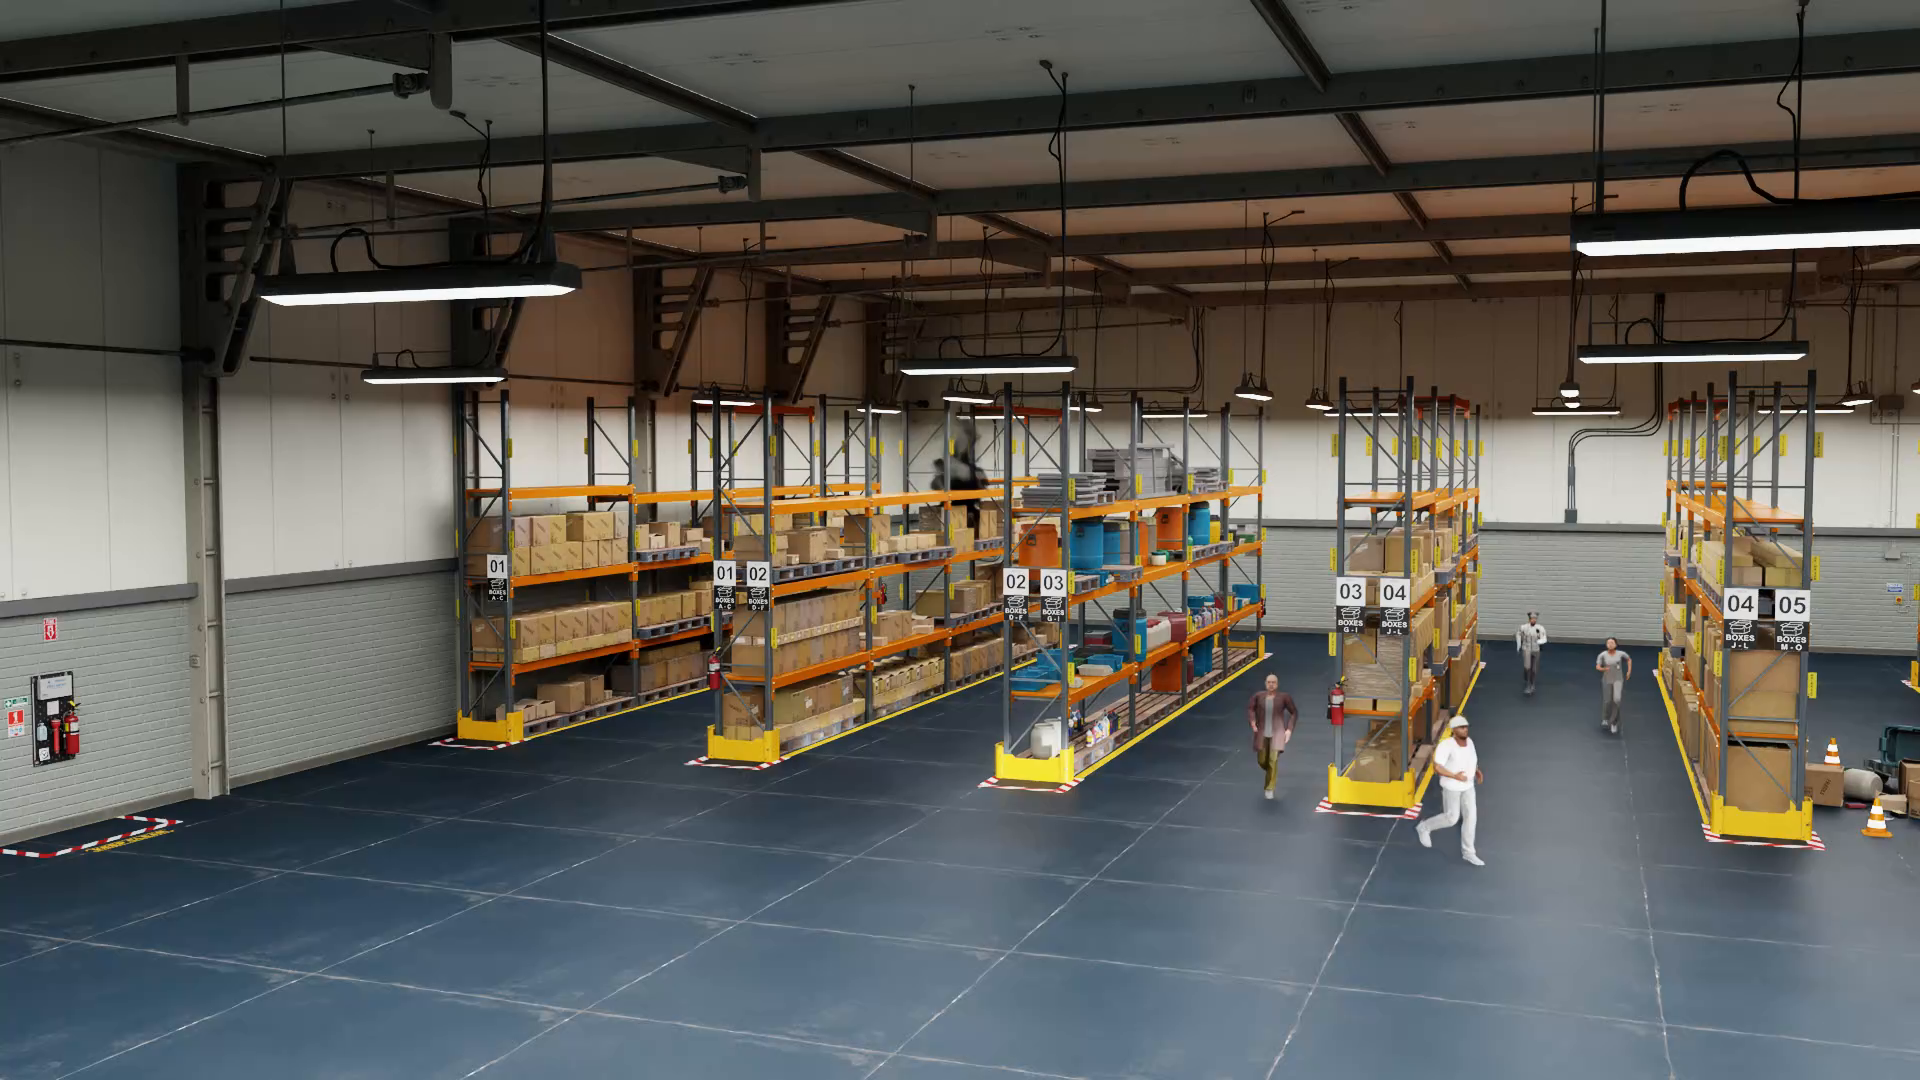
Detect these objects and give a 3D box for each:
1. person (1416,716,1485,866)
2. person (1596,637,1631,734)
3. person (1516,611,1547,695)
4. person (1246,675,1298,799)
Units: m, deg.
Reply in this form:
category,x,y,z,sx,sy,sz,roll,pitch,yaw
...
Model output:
category,x,y,z,sx,sy,sz,roll,pitch,yaw
person,6.030,3.013,20.258,0.708,1.766,0.927,-2,4,-29
person,11.555,2.558,29.417,0.572,1.681,0.876,1,3,24
person,11.638,2.298,33.858,0.572,1.714,0.762,1,3,14
person,4.496,2.819,24.047,0.749,1.756,0.709,1,3,23
